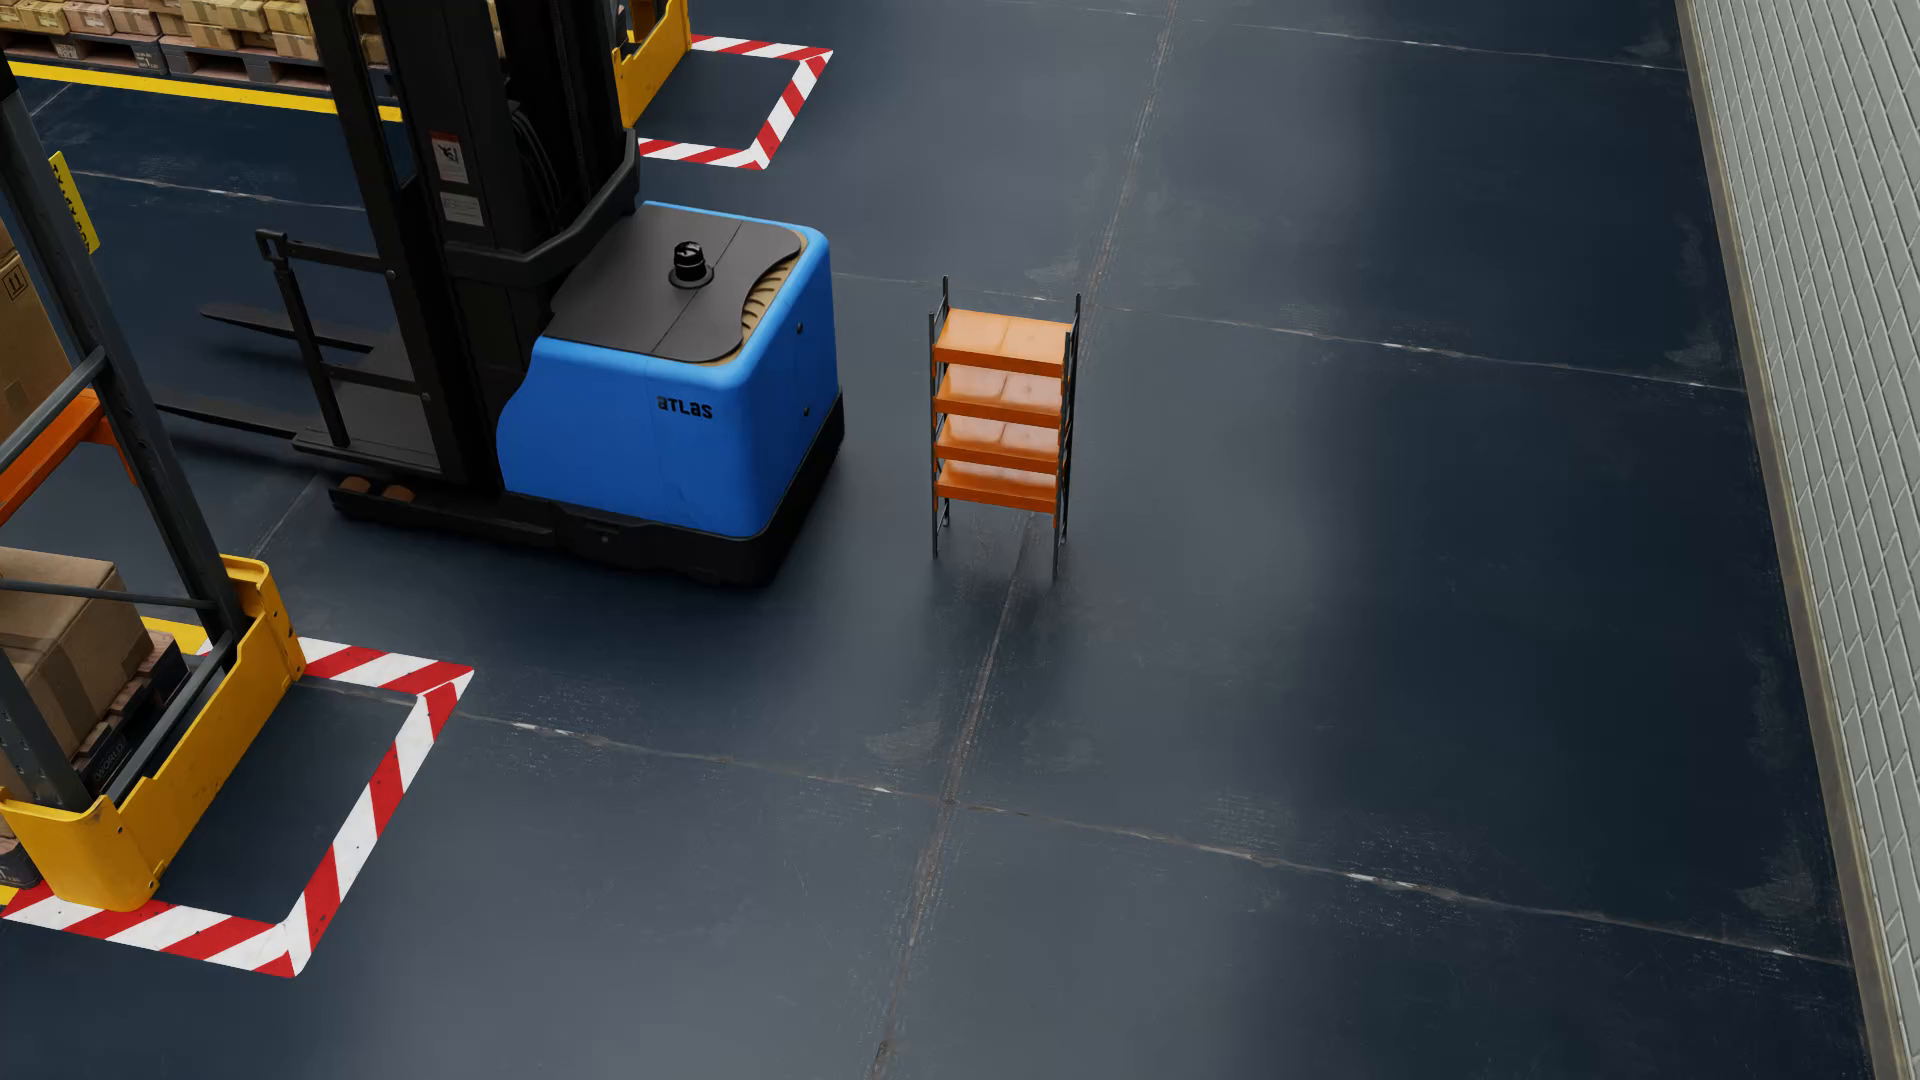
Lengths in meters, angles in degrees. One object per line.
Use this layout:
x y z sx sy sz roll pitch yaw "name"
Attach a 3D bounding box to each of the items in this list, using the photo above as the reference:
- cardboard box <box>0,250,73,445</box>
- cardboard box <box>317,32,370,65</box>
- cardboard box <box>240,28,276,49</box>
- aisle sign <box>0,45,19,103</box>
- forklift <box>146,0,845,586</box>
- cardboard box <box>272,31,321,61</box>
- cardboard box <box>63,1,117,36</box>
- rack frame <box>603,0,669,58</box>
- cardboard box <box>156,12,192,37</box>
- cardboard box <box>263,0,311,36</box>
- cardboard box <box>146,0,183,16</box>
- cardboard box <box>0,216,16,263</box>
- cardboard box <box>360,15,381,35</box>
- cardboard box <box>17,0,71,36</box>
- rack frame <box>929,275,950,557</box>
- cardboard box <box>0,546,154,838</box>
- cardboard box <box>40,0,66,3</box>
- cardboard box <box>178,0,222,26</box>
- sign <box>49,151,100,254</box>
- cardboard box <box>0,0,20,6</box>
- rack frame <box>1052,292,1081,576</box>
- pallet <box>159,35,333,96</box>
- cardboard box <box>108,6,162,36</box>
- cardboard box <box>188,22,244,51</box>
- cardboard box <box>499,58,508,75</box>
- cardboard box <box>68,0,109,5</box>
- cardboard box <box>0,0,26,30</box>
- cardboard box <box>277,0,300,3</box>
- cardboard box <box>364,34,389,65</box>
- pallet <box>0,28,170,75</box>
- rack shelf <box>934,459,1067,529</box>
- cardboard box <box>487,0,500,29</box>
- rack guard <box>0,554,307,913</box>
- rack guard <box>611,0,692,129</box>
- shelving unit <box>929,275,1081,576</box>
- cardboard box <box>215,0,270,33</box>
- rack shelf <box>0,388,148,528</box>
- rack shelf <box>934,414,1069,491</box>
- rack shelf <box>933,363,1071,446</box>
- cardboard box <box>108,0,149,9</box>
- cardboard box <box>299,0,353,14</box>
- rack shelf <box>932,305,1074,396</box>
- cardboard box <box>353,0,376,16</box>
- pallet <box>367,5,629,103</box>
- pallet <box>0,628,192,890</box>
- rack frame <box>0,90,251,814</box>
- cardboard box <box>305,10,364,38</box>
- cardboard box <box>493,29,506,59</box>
-3.170 -0.573 5.110 0.500 0.500 0.500 9 45 9 "cardboard box"
-3.359 -2.792 9.240 0.250 0.149 0.380 7 44 7 "cardboard box"
-3.852 -2.936 9.390 0.250 0.149 0.380 10 45 10 "cardboard box"
-2.631 -1.392 4.159 0.004 0.787 0.394 9 45 9 "aisle sign"
-2.069 -1.455 6.148 3.031 2.935 1.130 11 45 12 "forklift"
-3.622 -2.847 9.297 0.250 0.149 0.380 10 45 10 "cardboard box"
-4.886 -3.050 9.509 0.250 0.149 0.380 9 45 9 "cardboard box"
-1.782 -3.635 8.364 0.127 3.000 1.000 9 45 9 "rack frame"
-4.358 -3.028 9.486 0.250 0.149 0.380 7 44 7 "cardboard box"
-3.621 -2.952 9.193 0.250 0.149 0.380 11 45 11 "cardboard box"
-4.363 -3.111 9.357 0.250 0.149 0.380 11 45 11 "cardboard box"
-3.170 -0.932 4.762 0.500 0.500 0.500 8 44 8 "cardboard box"
-3.106 -2.941 9.181 0.250 0.149 0.380 8 45 9 "cardboard box"
-5.140 -3.052 9.511 0.250 0.149 0.380 10 45 10 "cardboard box"
-0.077 -0.444 6.346 0.015 1.200 0.240 9 45 9 "rack frame"
-3.430 0.469 5.644 0.875 0.438 0.875 7 44 8 "cardboard box"
-5.135 -3.223 9.474 0.250 0.149 0.380 9 45 9 "cardboard box"
-4.131 -3.029 9.273 0.250 0.149 0.380 9 45 9 "cardboard box"
-2.637 -0.985 4.929 0.005 0.325 0.100 9 45 9 "sign"
-5.401 -3.201 9.451 0.250 0.149 0.380 11 45 11 "cardboard box"
0.400 -0.370 6.269 0.015 1.200 0.240 9 45 9 "rack frame"
-3.828 -2.975 9.689 1.213 0.211 1.003 9 45 9 "pallet"
-4.628 -3.045 9.504 0.250 0.149 0.380 8 44 8 "cardboard box"
-4.125 -2.924 9.378 0.250 0.149 0.380 8 44 8 "cardboard box"
-2.341 -2.698 9.143 0.250 0.149 0.380 10 45 10 "cardboard box"
-4.889 -3.211 9.461 0.250 0.149 0.380 9 45 9 "cardboard box"
-5.400 -3.093 9.553 0.250 0.149 0.380 7 44 7 "cardboard box"
-3.613 -3.113 9.145 0.250 0.149 0.380 7 44 8 "cardboard box"
-3.097 -2.795 9.244 0.250 0.149 0.380 9 45 9 "cardboard box"
-5.022 -3.159 9.880 1.213 0.211 1.003 9 45 9 "pallet"
0.162 -0.216 6.492 0.480 0.148 0.258 9 45 9 "rack shelf"
-2.354 -2.883 8.906 0.250 0.149 0.380 9 45 10 "cardboard box"
-2.741 0.634 5.731 0.348 0.500 1.175 9 45 9 "rack guard"
-1.856 -2.746 9.243 0.348 0.500 1.175 9 45 9 "rack guard"
0.162 -0.407 6.308 0.503 1.200 0.258 9 45 9 "shelving unit"
-3.896 -2.975 9.216 0.250 0.149 0.380 9 45 9 "cardboard box"
-4.716 -0.314 5.432 4.000 0.370 1.077 9 45 9 "rack shelf"
0.162 -0.359 6.355 0.480 0.148 0.258 9 45 9 "rack shelf"
0.162 -0.520 6.199 0.480 0.148 0.258 9 45 9 "rack shelf"
-4.626 -3.168 9.417 0.250 0.149 0.380 7 44 7 "cardboard box"
-3.380 -2.998 9.026 0.250 0.149 0.380 10 45 11 "cardboard box"
0.162 -0.690 6.035 0.480 0.148 0.258 9 45 9 "rack shelf"
-3.106 -2.995 9.022 0.250 0.149 0.380 7 44 7 "cardboard box"
-2.641 -2.789 9.496 1.213 0.211 1.003 9 45 9 "pallet"
-3.561 0.666 5.906 1.213 0.211 1.003 9 45 9 "pallet"
-2.764 -0.270 4.868 0.127 3.000 1.000 9 45 9 "rack frame"
-3.375 -2.901 9.139 0.250 0.149 0.380 9 45 10 "cardboard box"
-2.359 -2.754 8.986 0.250 0.149 0.380 8 44 8 "cardboard box"
